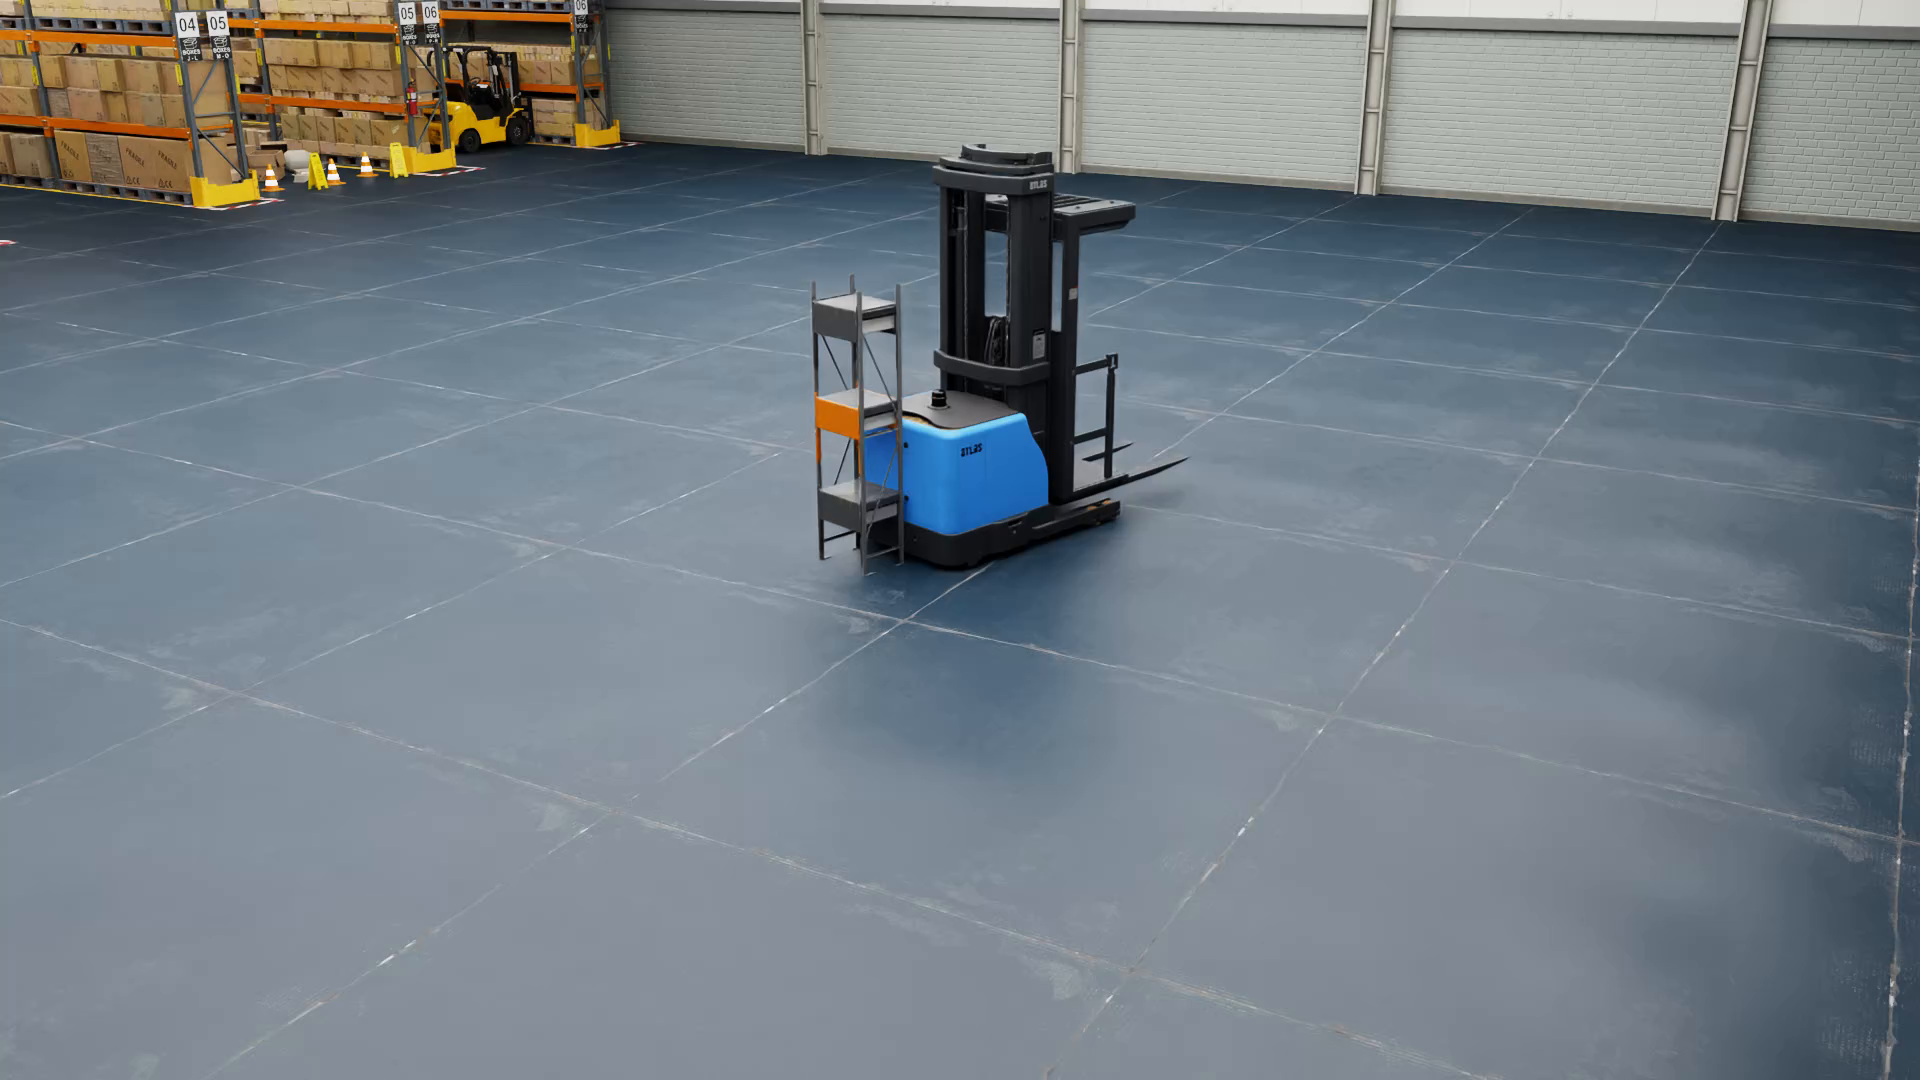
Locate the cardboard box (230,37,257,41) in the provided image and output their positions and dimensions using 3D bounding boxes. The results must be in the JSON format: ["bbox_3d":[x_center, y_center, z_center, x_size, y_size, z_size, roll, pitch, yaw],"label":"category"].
[{"bbox_3d":[-17.860,-12.321,41.671,0.500,0.500,0.700,11,23,28],"label":"cardboard box"}]

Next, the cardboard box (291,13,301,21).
[{"bbox_3d":[-13.235,-10.546,33.510,0.250,0.149,0.380,12,23,29],"label":"cardboard box"}]

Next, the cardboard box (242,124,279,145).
[{"bbox_3d":[-15.147,-8.668,35.601,0.625,0.372,0.950,12,23,31],"label":"cardboard box"}]

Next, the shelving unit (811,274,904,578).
[{"bbox_3d":[-0.734,-0.821,12.050,0.431,2.100,0.503,-19,27,-41],"label":"shelving unit"}]

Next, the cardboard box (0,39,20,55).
[{"bbox_3d":[-21.589,-11.345,38.129,0.500,0.500,0.500,11,22,27],"label":"cardboard box"}]

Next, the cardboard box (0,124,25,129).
[{"bbox_3d":[-18.624,-7.543,31.945,0.750,0.750,1.050,11,23,28],"label":"cardboard box"}]

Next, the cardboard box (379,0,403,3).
[{"bbox_3d":[-11.006,-10.471,32.133,0.250,0.149,0.380,11,23,28],"label":"cardboard box"}]

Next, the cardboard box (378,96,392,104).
[{"bbox_3d":[-11.272,-8.726,32.889,0.250,0.149,0.380,10,22,27],"label":"cardboard box"}]

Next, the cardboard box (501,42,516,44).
[{"bbox_3d":[-10.313,-11.342,38.200,0.250,0.149,0.380,10,22,26],"label":"cardboard box"}]

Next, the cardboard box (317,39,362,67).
[{"bbox_3d":[-12.420,-9.778,33.372,0.500,0.500,0.700,11,22,27],"label":"cardboard box"}]

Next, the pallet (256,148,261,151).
[{"bbox_3d":[-14.739,-8.319,35.490,1.213,0.211,1.003,11,23,27],"label":"pallet"}]

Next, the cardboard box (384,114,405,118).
[{"bbox_3d":[-11.615,-8.399,33.938,0.500,0.500,0.500,10,22,25],"label":"cardboard box"}]

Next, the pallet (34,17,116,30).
[{"bbox_3d":[-15.675,-9.240,29.670,1.213,0.211,1.003,11,23,27],"label":"pallet"}]

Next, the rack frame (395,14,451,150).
[{"bbox_3d":[-10.566,-8.836,32.825,0.127,3.000,1.000,11,23,27],"label":"rack frame"}]

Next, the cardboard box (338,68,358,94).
[{"bbox_3d":[-12.045,-9.200,33.246,0.500,0.500,0.500,11,23,27],"label":"cardboard box"}]

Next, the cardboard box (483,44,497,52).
[{"bbox_3d":[-10.594,-11.165,37.712,0.250,0.149,0.380,10,22,26],"label":"cardboard box"}]

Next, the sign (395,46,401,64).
[{"bbox_3d":[-10.855,-9.367,32.128,0.005,0.325,0.100,11,23,27],"label":"sign"}]

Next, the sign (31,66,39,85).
[{"bbox_3d":[-16.640,-8.355,29.917,0.005,0.325,0.100,11,23,27],"label":"sign"}]

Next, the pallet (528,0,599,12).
[{"bbox_3d":[-8.754,-11.808,36.750,1.213,0.211,1.003,11,23,27],"label":"pallet"}]

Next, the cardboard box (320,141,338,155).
[{"bbox_3d":[-12.739,-8.055,34.088,0.500,0.250,0.500,10,22,27],"label":"cardboard box"}]

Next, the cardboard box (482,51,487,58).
[{"bbox_3d":[-10.616,-11.015,37.735,0.250,0.149,0.380,11,22,27],"label":"cardboard box"}]

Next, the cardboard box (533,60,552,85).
[{"bbox_3d":[-9.155,-10.454,37.139,0.500,0.500,0.500,12,23,29],"label":"cardboard box"}]

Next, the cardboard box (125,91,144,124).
[{"bbox_3d":[-14.157,-7.680,29.418,0.550,0.550,0.875,11,23,27],"label":"cardboard box"}]

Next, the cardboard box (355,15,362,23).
[{"bbox_3d":[-11.651,-10.252,32.698,0.250,0.149,0.380,11,23,28],"label":"cardboard box"}]

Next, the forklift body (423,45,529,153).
[{"bbox_3d":[-10.694,-9.688,36.418,1.214,2.155,2.313,11,23,27],"label":"forklift body"}]

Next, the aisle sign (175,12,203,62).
[{"bbox_3d":[-12.977,-8.467,27.995,0.004,0.787,0.394,11,23,27],"label":"aisle sign"}]

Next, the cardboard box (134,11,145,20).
[{"bbox_3d":[-13.792,-8.921,28.267,0.250,0.149,0.380,11,23,28],"label":"cardboard box"}]

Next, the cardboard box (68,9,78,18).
[{"bbox_3d":[-15.343,-9.217,29.082,0.250,0.149,0.380,10,22,26],"label":"cardboard box"}]

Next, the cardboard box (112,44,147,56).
[{"bbox_3d":[-18.129,-10.692,36.328,0.500,0.500,0.500,10,22,26],"label":"cardboard box"}]

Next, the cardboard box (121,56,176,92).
[{"bbox_3d":[-14.145,-8.195,29.253,0.550,0.550,0.875,11,23,27],"label":"cardboard box"}]

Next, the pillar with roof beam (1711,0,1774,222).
[{"bbox_3d":[10.536,-8.246,22.401,0.400,9.000,9.100,11,23,27],"label":"pillar with roof beam"}]

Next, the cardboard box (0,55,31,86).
[{"bbox_3d":[-17.712,-8.778,31.052,0.500,0.500,0.700,11,23,28],"label":"cardboard box"}]

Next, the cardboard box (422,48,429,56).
[{"bbox_3d":[-12.282,-11.360,38.685,0.250,0.149,0.380,10,22,27],"label":"cardboard box"}]

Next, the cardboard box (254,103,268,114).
[{"bbox_3d":[-17.409,-11.015,41.882,0.500,0.500,0.500,10,22,26],"label":"cardboard box"}]

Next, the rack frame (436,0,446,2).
[{"bbox_3d":[-11.641,-13.800,37.712,0.127,3.000,1.000,11,23,27],"label":"rack frame"}]

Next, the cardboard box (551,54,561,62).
[{"bbox_3d":[-8.826,-10.674,36.795,0.250,0.149,0.380,11,23,28],"label":"cardboard box"}]

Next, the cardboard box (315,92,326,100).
[{"bbox_3d":[-12.828,-9.020,33.700,0.250,0.149,0.380,11,23,28],"label":"cardboard box"}]

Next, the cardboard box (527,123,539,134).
[{"bbox_3d":[-9.575,-9.375,37.727,0.500,0.250,0.500,11,23,28],"label":"cardboard box"}]

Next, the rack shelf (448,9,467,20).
[{"bbox_3d":[-13.387,-12.384,39.263,4.000,0.370,1.077,11,23,27],"label":"rack shelf"}]

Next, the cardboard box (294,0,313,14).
[{"bbox_3d":[-12.922,-10.656,33.227,0.500,0.250,0.500,11,23,28],"label":"cardboard box"}]

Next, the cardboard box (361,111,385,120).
[{"bbox_3d":[-11.746,-8.495,33.251,0.250,0.149,0.380,12,23,29],"label":"cardboard box"}]

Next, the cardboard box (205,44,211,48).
[{"bbox_3d":[-15.985,-10.668,35.724,0.250,0.149,0.380,10,22,25],"label":"cardboard box"}]

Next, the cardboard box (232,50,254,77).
[{"bbox_3d":[-15.007,-9.976,34.769,0.500,0.500,0.500,11,23,28],"label":"cardboard box"}]

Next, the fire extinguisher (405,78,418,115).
[{"bbox_3d":[-10.691,-8.643,32.408,0.183,0.674,0.296,11,23,27],"label":"fire extinguisher"}]

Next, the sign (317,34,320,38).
[{"bbox_3d":[-15.389,-11.989,39.935,0.005,0.325,0.100,11,23,27],"label":"sign"}]

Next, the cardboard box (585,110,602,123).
[{"bbox_3d":[-8.458,-9.594,37.599,0.500,0.250,0.500,11,23,28],"label":"cardboard box"}]

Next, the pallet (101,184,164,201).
[{"bbox_3d":[-14.689,-6.348,30.055,1.213,0.211,1.003,11,23,27],"label":"pallet"}]

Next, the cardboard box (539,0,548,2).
[{"bbox_3d":[-9.020,-11.898,36.474,0.250,0.149,0.380,10,22,26],"label":"cardboard box"}]

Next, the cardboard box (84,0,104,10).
[{"bbox_3d":[-14.770,-9.319,28.779,0.500,0.250,0.500,11,23,28],"label":"cardboard box"}]

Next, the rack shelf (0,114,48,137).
[{"bbox_3d":[-18.130,-8.005,31.590,4.000,0.370,1.077,11,23,27],"label":"rack shelf"}]

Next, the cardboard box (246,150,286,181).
[{"bbox_3d":[-13.334,-7.201,31.979,0.637,0.503,0.797,-4,20,-10],"label":"cardboard box"}]

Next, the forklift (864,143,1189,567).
[{"bbox_3d":[0.638,-1.593,12.959,3.031,2.935,1.130,-19,27,-41],"label":"forklift"}]

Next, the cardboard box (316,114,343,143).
[{"bbox_3d":[-12.750,-8.408,33.962,0.500,0.500,0.500,12,23,30],"label":"cardboard box"}]

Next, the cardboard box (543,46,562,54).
[{"bbox_3d":[-9.037,-10.870,36.899,0.250,0.149,0.380,11,23,28],"label":"cardboard box"}]
